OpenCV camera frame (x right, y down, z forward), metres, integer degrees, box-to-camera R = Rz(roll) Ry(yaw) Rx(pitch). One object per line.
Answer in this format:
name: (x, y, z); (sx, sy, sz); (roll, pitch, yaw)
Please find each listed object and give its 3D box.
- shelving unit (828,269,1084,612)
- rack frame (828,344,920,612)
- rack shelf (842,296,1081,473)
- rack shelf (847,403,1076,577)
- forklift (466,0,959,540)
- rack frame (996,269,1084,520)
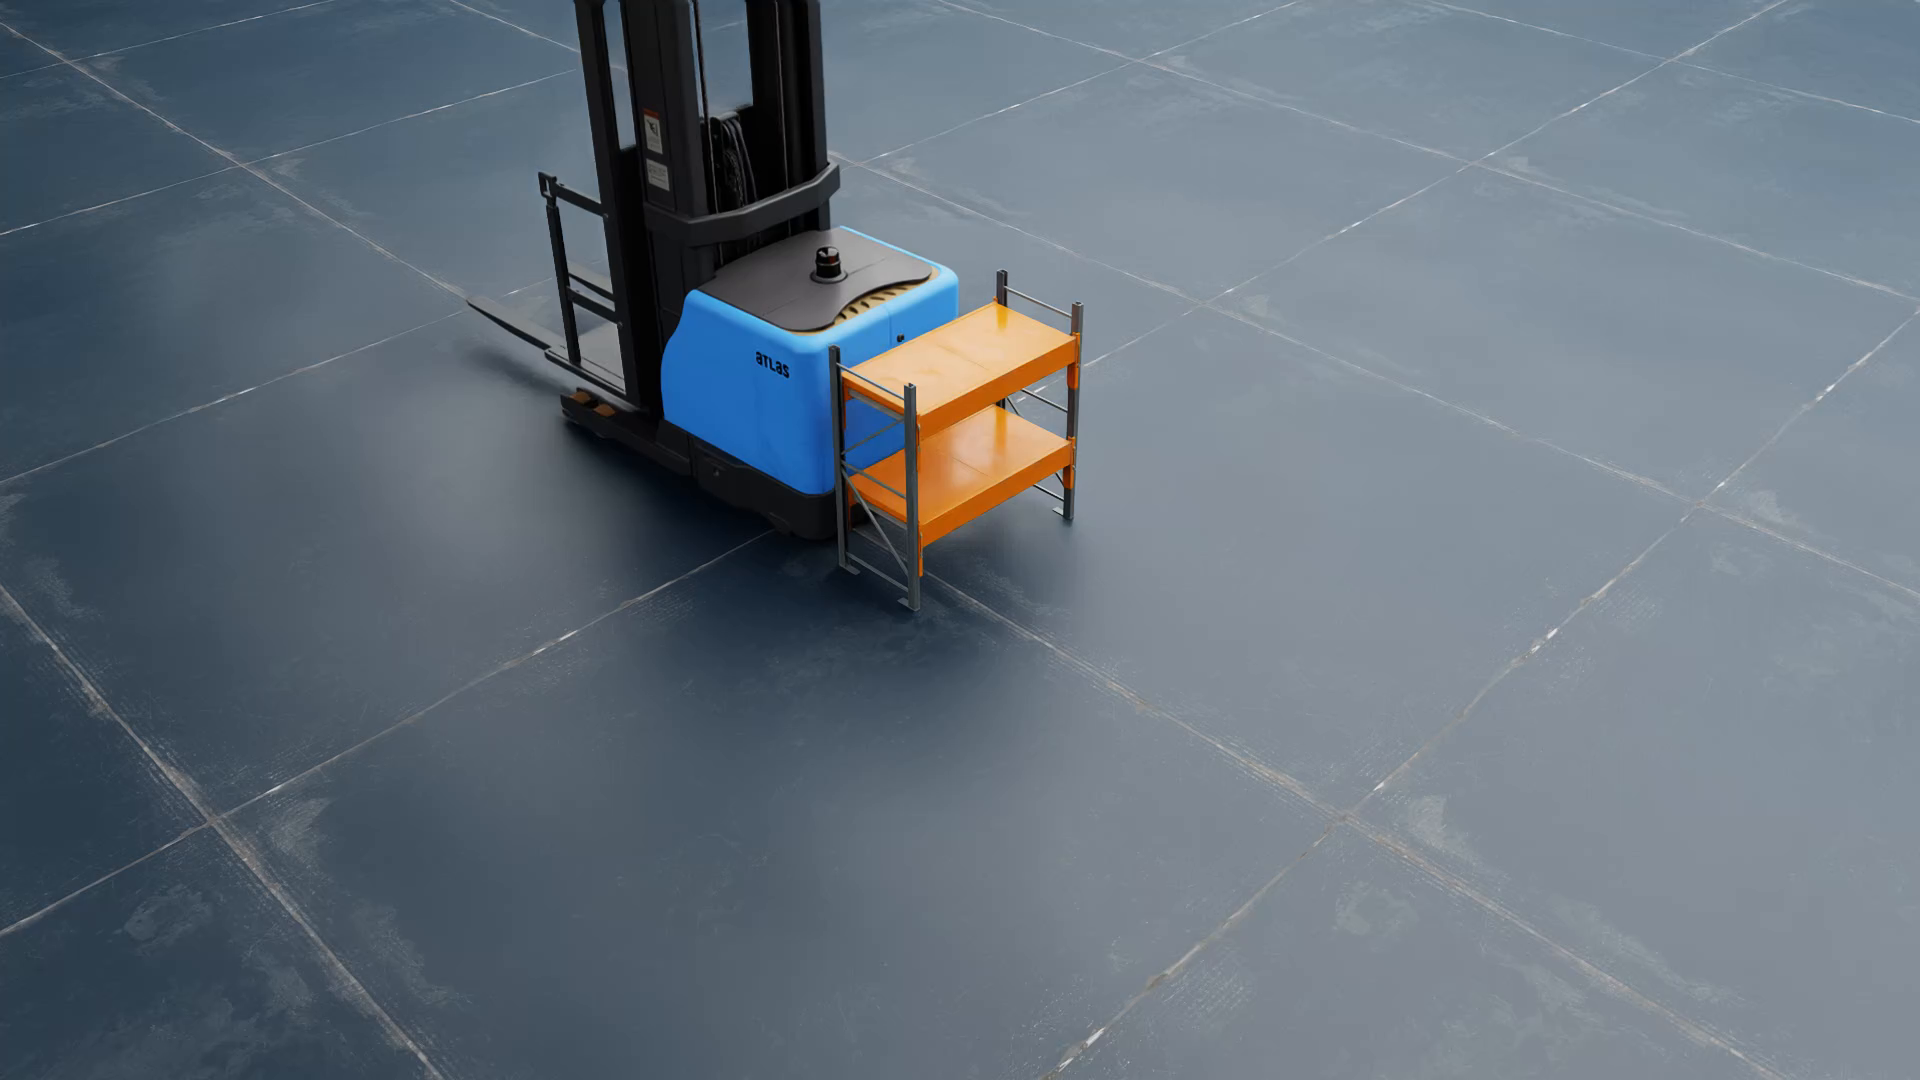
shelving unit: (-0.005, -0.459, 7.424); (0.538, 1.125, 1.048); (30, 45, 35)
rack frame: (-0.363, -0.252, 7.128); (0.500, 1.125, 0.032); (30, 45, 35)
rack shelf: (-0.005, -0.699, 7.257); (0.538, 0.278, 1.000); (30, 45, 35)
rack shelf: (-0.005, -0.258, 7.564); (0.538, 0.278, 1.000); (30, 45, 35)
forklift: (-1.419, -1.922, 7.944); (3.031, 2.935, 1.130); (28, 43, 34)
rack frame: (0.353, -0.665, 7.720); (0.500, 1.125, 0.032); (30, 45, 35)
